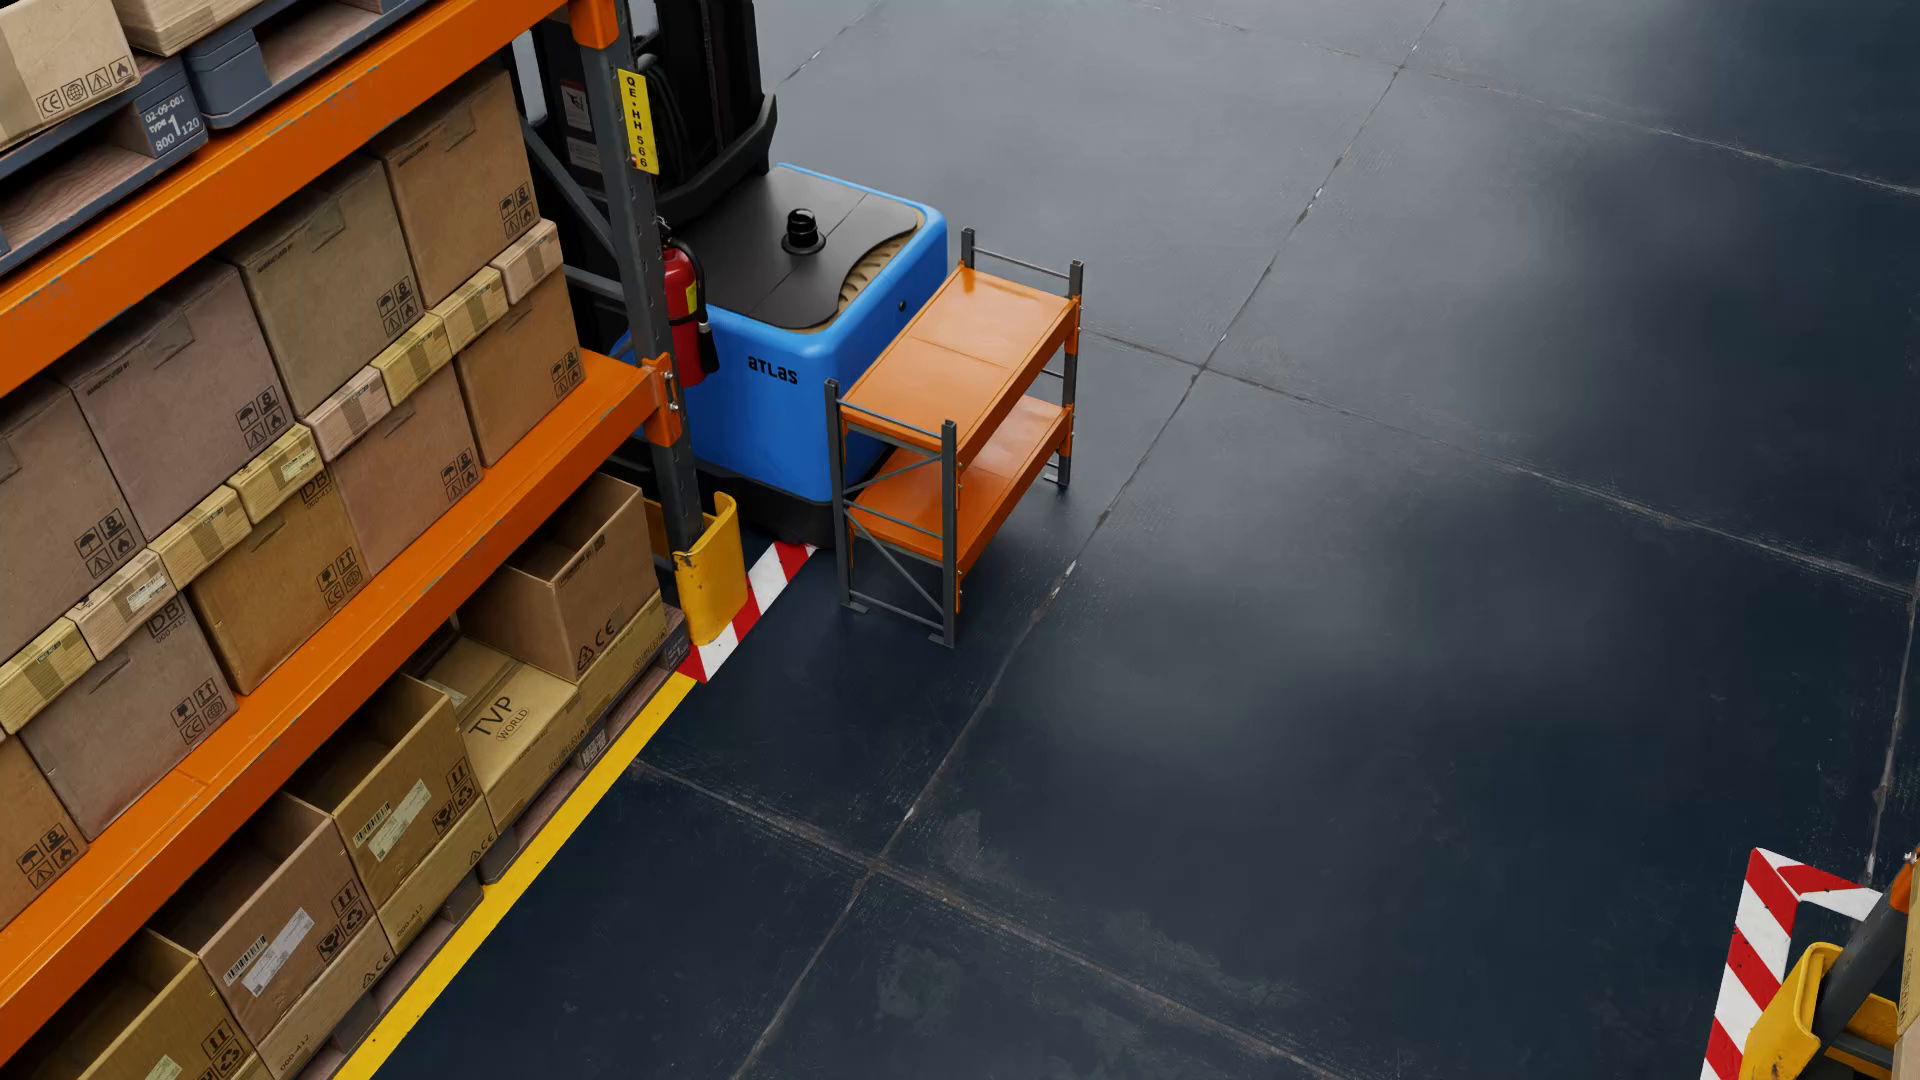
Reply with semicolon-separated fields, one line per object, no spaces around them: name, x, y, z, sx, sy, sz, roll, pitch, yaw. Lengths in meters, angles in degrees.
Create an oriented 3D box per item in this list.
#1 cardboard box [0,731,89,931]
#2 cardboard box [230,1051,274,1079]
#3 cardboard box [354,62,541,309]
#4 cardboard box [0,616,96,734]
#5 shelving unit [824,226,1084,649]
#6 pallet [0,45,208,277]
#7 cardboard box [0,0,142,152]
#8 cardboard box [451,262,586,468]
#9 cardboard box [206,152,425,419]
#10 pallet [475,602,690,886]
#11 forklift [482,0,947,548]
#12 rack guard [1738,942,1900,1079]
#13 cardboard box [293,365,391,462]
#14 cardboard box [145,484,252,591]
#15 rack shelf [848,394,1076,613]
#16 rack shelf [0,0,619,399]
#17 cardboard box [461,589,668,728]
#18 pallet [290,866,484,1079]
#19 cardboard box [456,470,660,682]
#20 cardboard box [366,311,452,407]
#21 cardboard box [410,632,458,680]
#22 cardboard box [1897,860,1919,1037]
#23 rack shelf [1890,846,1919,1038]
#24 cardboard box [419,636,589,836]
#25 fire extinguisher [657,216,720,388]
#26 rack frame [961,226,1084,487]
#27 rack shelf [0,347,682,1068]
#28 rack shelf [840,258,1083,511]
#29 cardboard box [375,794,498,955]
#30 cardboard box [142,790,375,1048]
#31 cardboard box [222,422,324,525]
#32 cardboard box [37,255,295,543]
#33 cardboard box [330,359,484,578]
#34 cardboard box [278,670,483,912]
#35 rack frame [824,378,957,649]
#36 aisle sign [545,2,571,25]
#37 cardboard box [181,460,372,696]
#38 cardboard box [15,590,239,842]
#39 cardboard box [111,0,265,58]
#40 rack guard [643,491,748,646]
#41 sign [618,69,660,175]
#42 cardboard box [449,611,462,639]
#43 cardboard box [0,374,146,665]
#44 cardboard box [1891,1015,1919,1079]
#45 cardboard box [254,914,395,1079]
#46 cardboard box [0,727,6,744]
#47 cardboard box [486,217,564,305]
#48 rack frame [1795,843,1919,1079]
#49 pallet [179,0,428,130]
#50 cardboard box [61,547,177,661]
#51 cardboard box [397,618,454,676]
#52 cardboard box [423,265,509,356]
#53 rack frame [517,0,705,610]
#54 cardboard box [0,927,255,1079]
cardboard box;-2.598;0.635;3.943;0.700;0.500;0.500;21;49;20
cardboard box;-2.316;1.601;4.696;0.500;0.250;0.500;20;49;19
cardboard box;-1.669;-1.087;4.733;0.700;0.500;0.500;21;49;19
cardboard box;-2.261;0.255;3.862;0.380;0.149;0.250;20;49;19
shelving unit;-0.003;-0.391;6.346;0.538;1.125;1.048;20;49;19
pallet;-2.333;-0.734;3.320;1.003;0.211;1.213;20;49;19
cardboard box;-1.976;-0.976;3.166;0.500;0.311;0.500;26;51;23
cardboard box;-1.645;-0.664;5.227;0.700;0.500;0.500;20;49;19
cardboard box;-1.908;-0.754;4.404;0.700;0.500;0.500;19;48;18
pallet;-1.734;0.557;6.051;1.003;0.211;1.213;20;49;19
forklift;-1.584;-1.750;6.419;3.031;2.935;1.130;20;49;19
rack guard;2.938;1.641;4.777;1.175;0.500;0.348;20;49;19
cardboard box;-1.783;-0.394;4.504;0.380;0.149;0.250;21;49;20
cardboard box;-2.025;-0.062;4.176;0.380;0.149;0.250;22;49;20
rack shelf;-0.003;-0.219;6.520;0.538;0.278;1.000;20;49;19
rack shelf;-2.345;-0.461;3.493;1.077;0.370;4.000;20;49;19
cardboard box;-1.404;0.335;5.948;0.500;0.250;0.500;20;49;19
pallet;-2.302;1.322;5.294;1.003;0.211;1.213;20;49;19
cardboard box;-1.402;0.072;5.680;0.500;0.500;0.500;20;49;19
cardboard box;-1.664;-0.552;4.660;0.380;0.149;0.250;20;49;18
cardboard box;-2.091;0.481;5.804;0.500;0.250;0.500;20;49;19
cardboard box;2.465;0.963;3.781;0.500;0.250;0.500;19;48;18
rack shelf;2.044;2.227;2.946;1.077;0.370;4.000;20;49;19
cardboard box;-1.625;0.654;5.632;0.500;0.250;0.500;20;49;19
fire extinguisher;-0.950;-0.813;5.499;0.296;0.674;0.183;20;49;19
rack frame;0.233;-0.711;6.662;0.500;1.125;0.032;20;49;19
rack shelf;-2.345;0.594;4.560;1.077;0.370;4.000;20;49;19
rack shelf;-0.003;-0.597;6.138;0.538;0.278;1.000;20;49;19
cardboard box;-1.856;0.970;5.320;0.500;0.250;0.500;20;49;19
cardboard box;-2.086;1.022;4.742;0.500;0.500;0.500;20;49;19
cardboard box;-1.904;-0.229;4.341;0.380;0.149;0.250;22;49;20
cardboard box;-2.142;-0.436;4.090;0.700;0.500;0.500;21;49;19
cardboard box;-1.884;-0.332;4.899;0.700;0.500;0.500;22;49;20
cardboard box;-1.853;0.707;5.053;0.500;0.500;0.500;20;49;19
rack frame;-0.239;-0.071;6.029;0.500;1.125;0.032;20;49;19
aisle sign;-1.126;-1.777;4.570;0.394;0.787;0.004;20;49;19
cardboard box;-2.120;-0.021;4.591;0.700;0.500;0.500;21;49;19
cardboard box;-2.361;0.312;4.262;0.700;0.500;0.500;22;49;20
cardboard box;-1.718;-1.305;3.534;0.500;0.250;0.500;20;49;19
rack guard;-1.405;-0.055;6.453;1.175;0.500;0.348;20;49;19
sign;-0.942;-1.221;4.867;0.100;0.325;0.005;20;49;19
cardboard box;-1.863;0.164;6.117;0.500;0.250;0.500;20;49;19
cardboard box;-2.374;-0.120;3.778;0.700;0.500;0.500;20;49;19
cardboard box;2.237;1.294;3.453;0.500;0.250;0.500;19;48;18
cardboard box;-2.089;1.284;5.010;0.500;0.250;0.500;20;49;19
cardboard box;-2.382;0.419;3.700;0.380;0.149;0.250;19;48;18
cardboard box;-1.425;-0.879;4.983;0.380;0.149;0.250;20;49;18
rack frame;2.973;0.714;3.935;1.000;3.000;0.127;20;49;19
pallet;-1.768;-1.505;4.082;1.003;0.211;1.213;20;49;19
cardboard box;-2.143;0.099;4.016;0.380;0.149;0.250;20;49;19
cardboard box;-2.093;0.216;5.538;0.500;0.500;0.500;20;49;19
cardboard box;-1.545;-0.713;4.820;0.380;0.149;0.250;22;49;20
rack frame;-1.417;-0.919;5.549;1.000;3.000;0.127;20;49;19
cardboard box;-2.317;1.337;4.430;0.500;0.500;0.500;20;49;19
